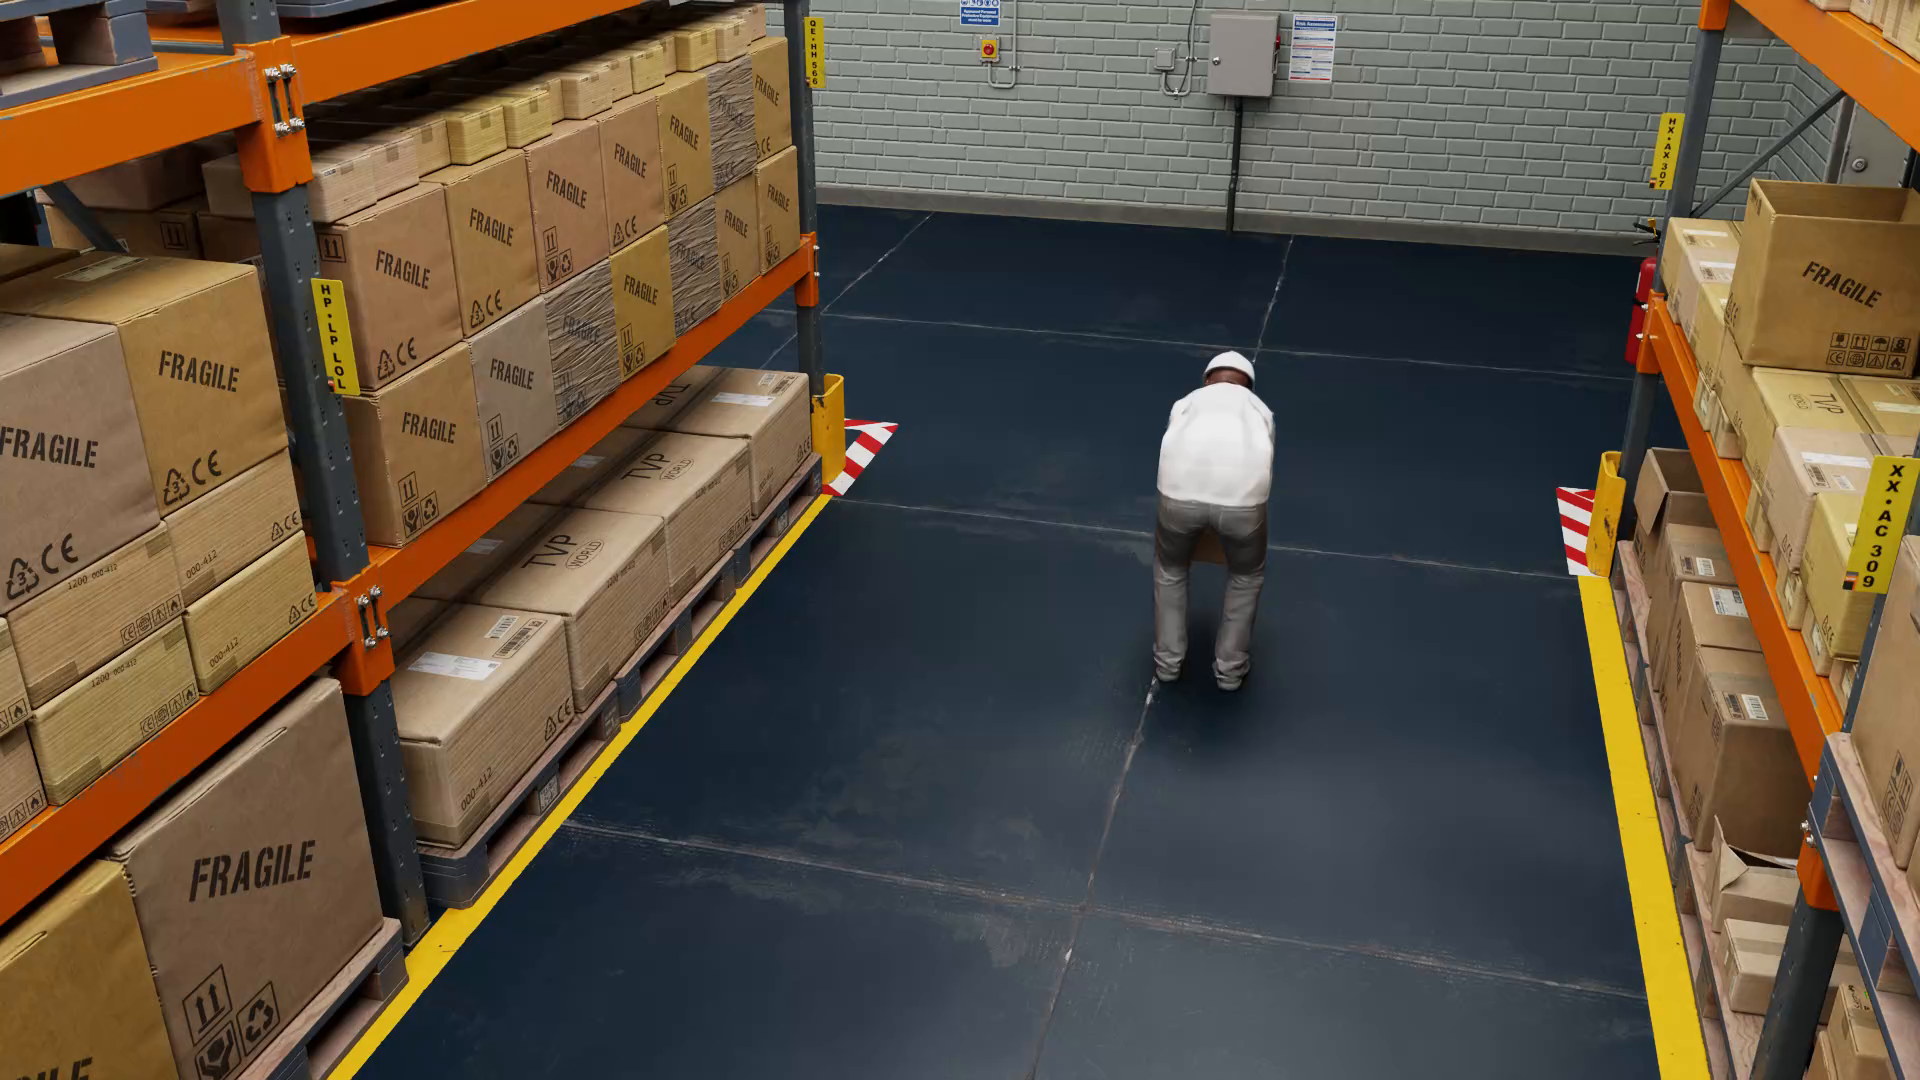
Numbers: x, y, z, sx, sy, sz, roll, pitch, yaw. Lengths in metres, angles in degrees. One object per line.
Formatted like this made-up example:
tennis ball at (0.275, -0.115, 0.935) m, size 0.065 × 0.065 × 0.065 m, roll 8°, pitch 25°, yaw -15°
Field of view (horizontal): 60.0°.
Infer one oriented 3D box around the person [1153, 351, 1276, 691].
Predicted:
person at (1.062, -0.089, 6.941) m, size 0.460 × 1.202 × 0.994 m, roll 5°, pitch 26°, yaw 12°
